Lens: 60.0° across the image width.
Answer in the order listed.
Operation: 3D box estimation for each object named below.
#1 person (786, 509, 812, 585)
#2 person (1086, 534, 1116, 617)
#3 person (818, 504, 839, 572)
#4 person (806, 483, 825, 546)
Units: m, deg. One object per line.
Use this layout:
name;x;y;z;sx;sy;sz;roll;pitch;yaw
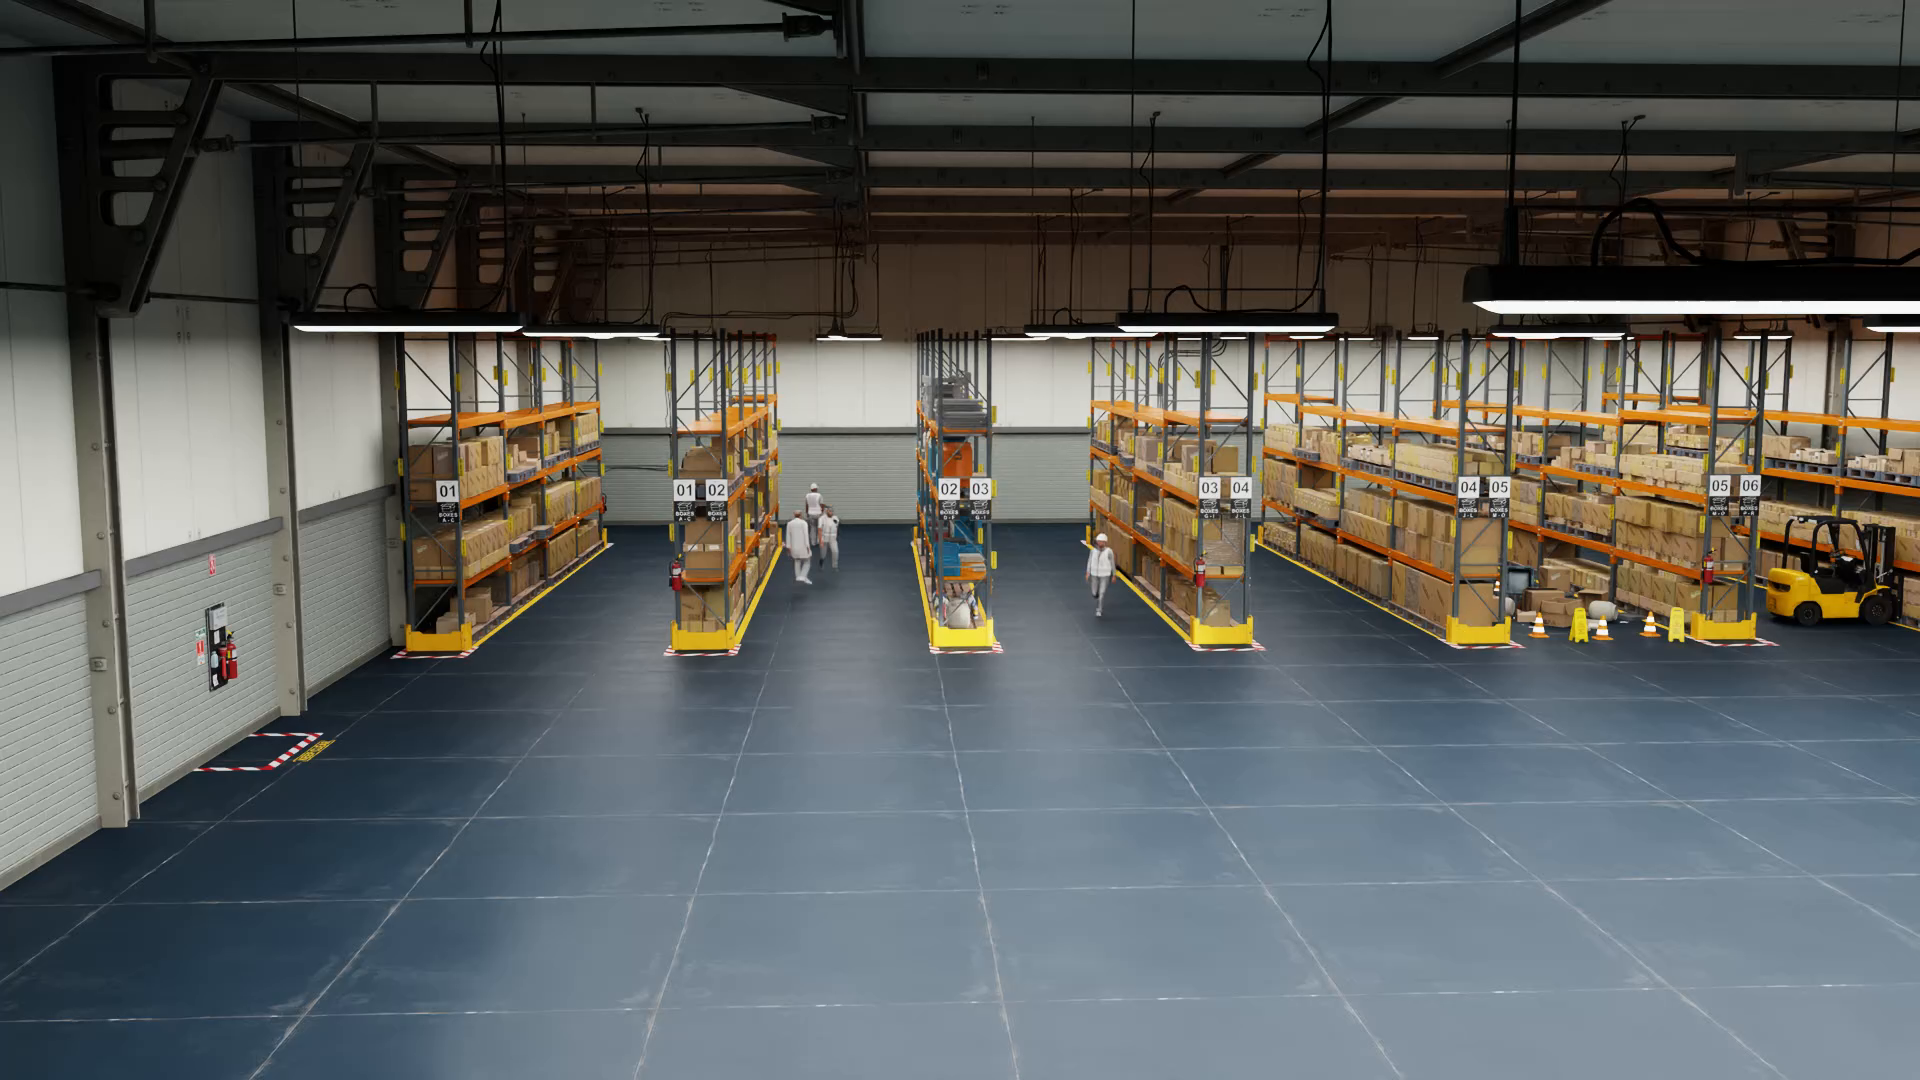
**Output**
person;-3.703;0.162;38.217;0.635;1.722;0.619;1;7;5
person;2.922;0.731;34.958;0.581;1.712;0.980;4;8;30
person;-3.159;-0.036;39.888;0.518;1.660;1.038;-2;7;-13
person;-4.103;-0.722;47.280;0.676;1.782;0.476;3;7;24
